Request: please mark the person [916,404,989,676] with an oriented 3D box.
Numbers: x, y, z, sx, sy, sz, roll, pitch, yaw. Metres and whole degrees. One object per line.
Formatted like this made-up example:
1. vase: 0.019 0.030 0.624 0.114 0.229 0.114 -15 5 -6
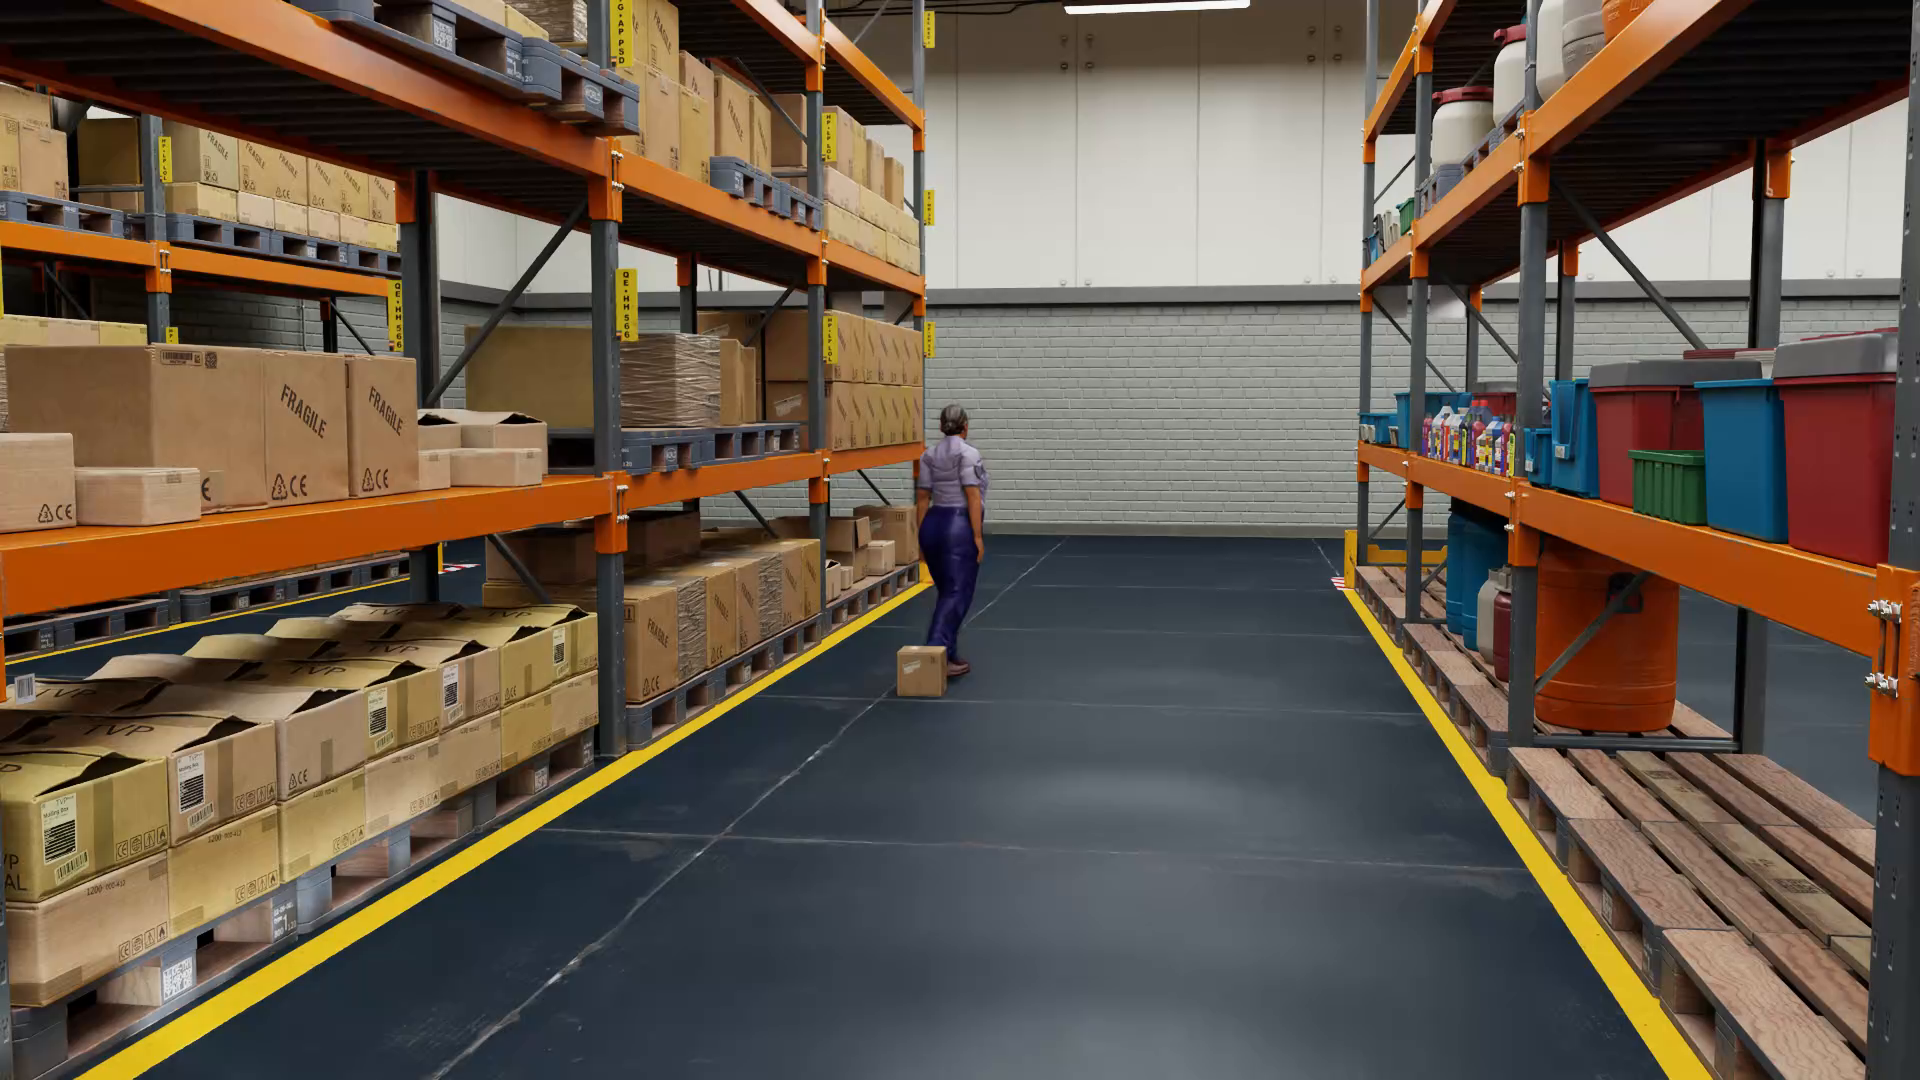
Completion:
1. person: -0.086 -0.001 10.041 0.553 1.634 0.540 -4 6 -44
